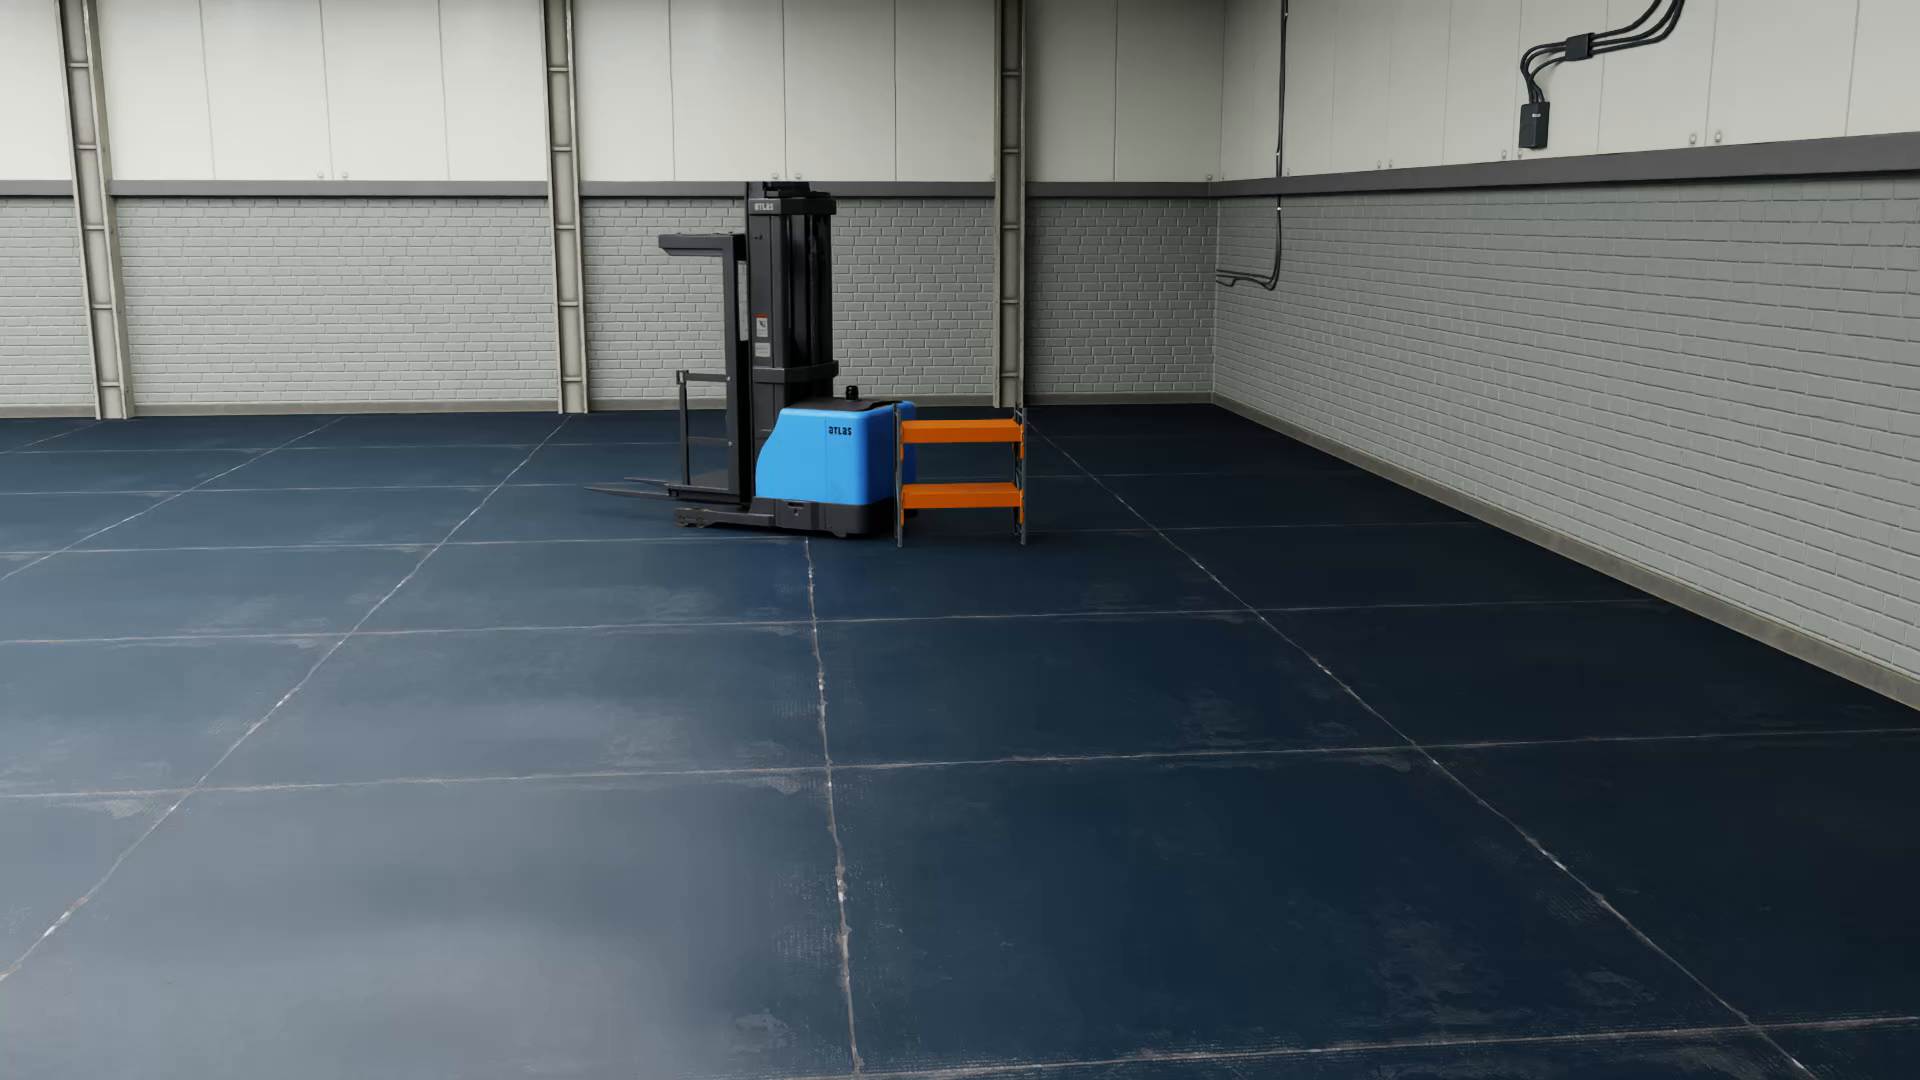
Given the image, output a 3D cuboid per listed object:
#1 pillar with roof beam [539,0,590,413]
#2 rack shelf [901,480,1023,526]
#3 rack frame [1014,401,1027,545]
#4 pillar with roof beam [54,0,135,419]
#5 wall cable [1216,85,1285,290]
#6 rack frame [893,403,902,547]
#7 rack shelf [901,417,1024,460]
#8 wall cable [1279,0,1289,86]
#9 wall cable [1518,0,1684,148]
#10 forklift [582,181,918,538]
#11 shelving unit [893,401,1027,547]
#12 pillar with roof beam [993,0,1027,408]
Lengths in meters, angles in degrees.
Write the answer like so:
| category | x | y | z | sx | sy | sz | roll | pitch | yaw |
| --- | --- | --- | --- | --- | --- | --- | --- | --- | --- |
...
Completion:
| category | x | y | z | sx | sy | sz | roll | pitch | yaw |
| --- | --- | --- | --- | --- | --- | --- | --- | --- | --- |
| pillar with roof beam | -4.821 | -5.347 | 17.737 | 0.400 | 9.000 | 9.100 | -1 | 11 | -6 |
| rack shelf | -0.007 | -0.312 | 13.806 | 1.000 | 0.278 | 0.538 | -1 | 11 | -6 |
| rack frame | 0.499 | -0.562 | 13.813 | 0.032 | 1.125 | 0.500 | -1 | 11 | -6 |
| pillar with roof beam | -10.786 | -5.222 | 17.101 | 0.400 | 9.000 | 9.100 | -1 | 11 | -6 |
| wall cable | 3.751 | -4.581 | 21.894 | 0.112 | 2.526 | 3.097 | -1 | 11 | -6 |
| rack frame | -0.512 | -0.541 | 13.705 | 0.032 | 1.125 | 0.500 | -1 | 11 | -6 |
| rack shelf | -0.007 | -0.839 | 13.702 | 1.000 | 0.278 | 0.538 | -1 | 11 | -6 |
| wall cable | 4.043 | -6.541 | 18.767 | 0.112 | 2.526 | 3.097 | -1 | 11 | -6 |
| wall cable | 4.760 | -5.953 | 12.004 | 0.169 | 6.003 | 2.305 | -1 | 11 | -6 |
| forklift | -1.929 | -1.628 | 14.549 | 3.031 | 2.935 | 1.130 | 5 | 12 | 25 |
| shelving unit | -0.007 | -0.552 | 13.759 | 1.048 | 1.125 | 0.538 | -1 | 11 | -6 |
| pillar with roof beam | 1.144 | -5.472 | 18.372 | 0.400 | 9.000 | 9.100 | -1 | 11 | -6 |
